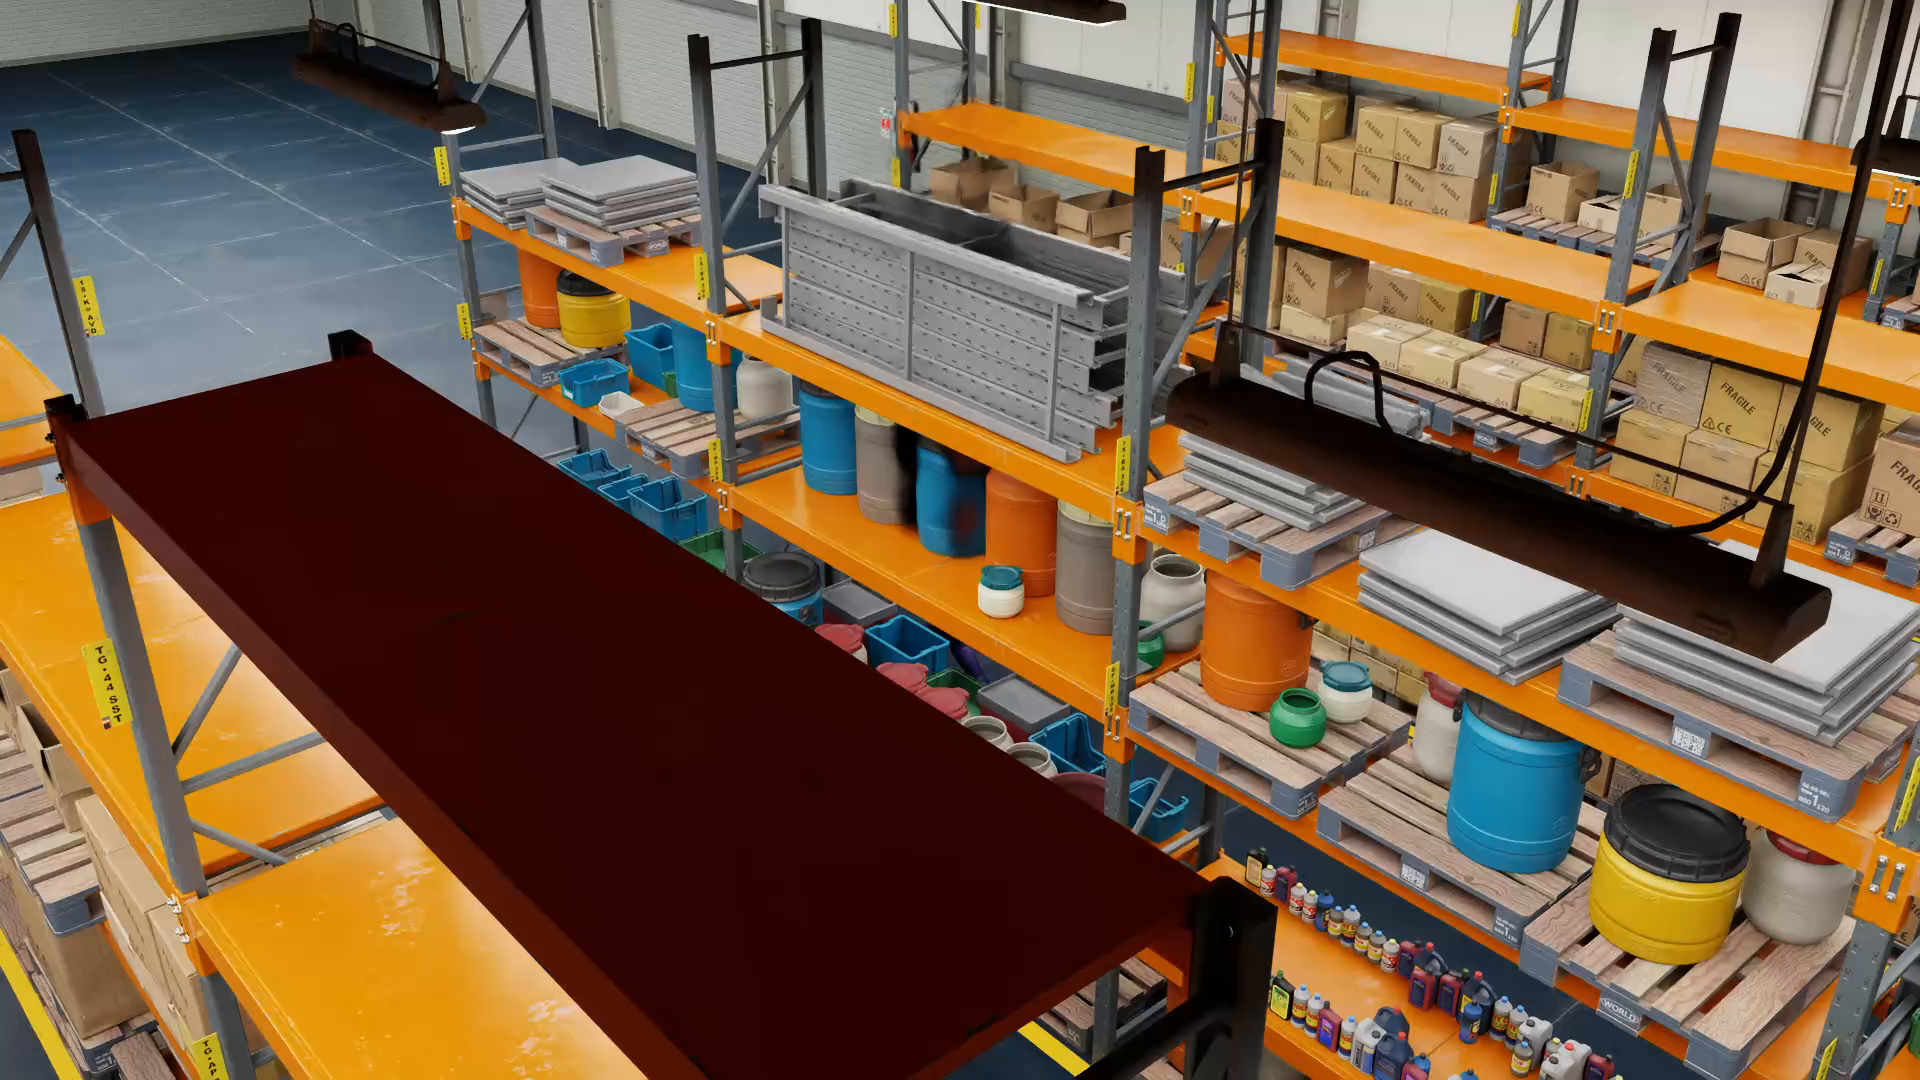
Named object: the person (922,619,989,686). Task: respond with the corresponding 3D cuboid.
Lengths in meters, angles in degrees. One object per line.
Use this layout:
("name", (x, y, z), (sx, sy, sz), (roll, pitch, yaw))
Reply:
("person", (-0.088, 0.644, 13.904), (0.825, 1.659, 0.575), (23, 35, 38))
